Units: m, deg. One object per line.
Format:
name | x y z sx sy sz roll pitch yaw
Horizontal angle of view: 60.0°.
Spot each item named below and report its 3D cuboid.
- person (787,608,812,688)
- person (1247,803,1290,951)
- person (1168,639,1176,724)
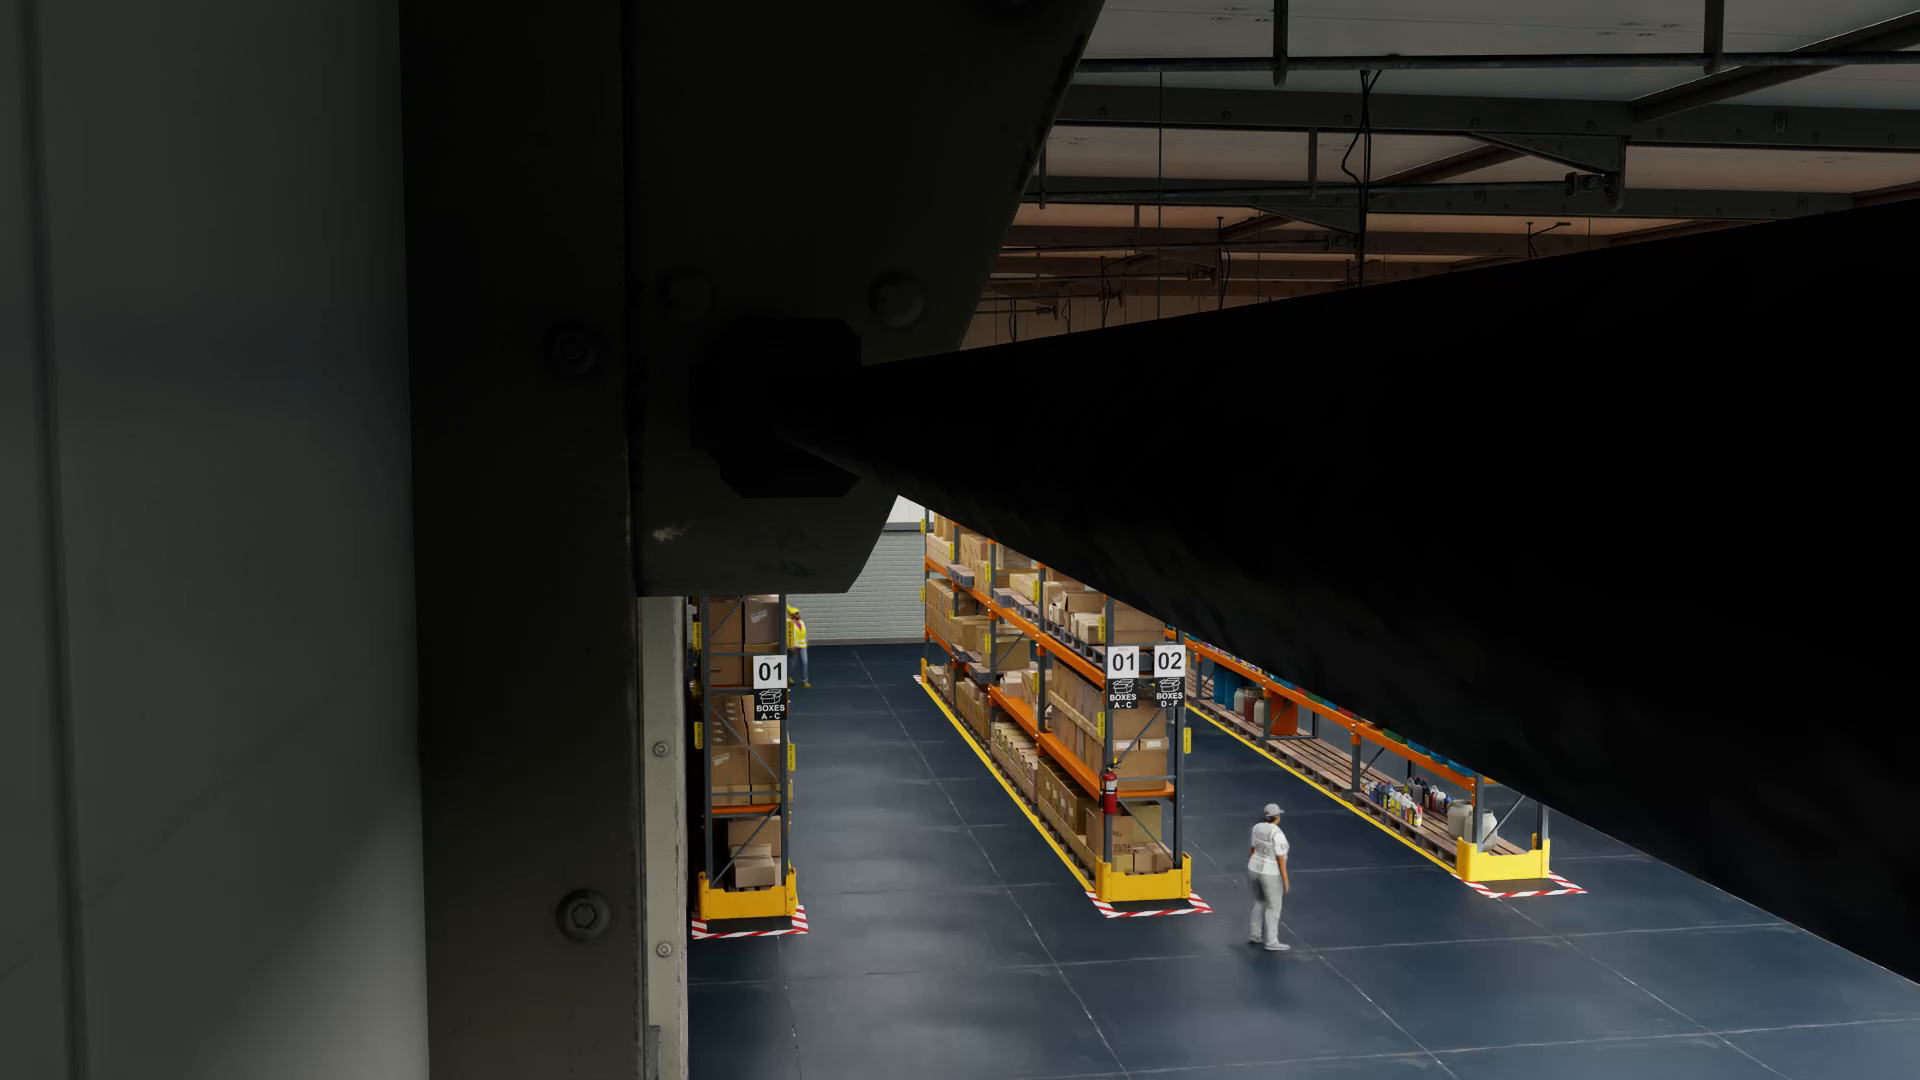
person | -3.521 2.317 35.823 0.544 1.707 1.038 -2 5 -21
person | 3.535 3.876 19.015 0.417 1.747 0.571 -3 6 -31
person | 4.083 2.724 31.768 0.531 1.716 0.482 5 7 44
